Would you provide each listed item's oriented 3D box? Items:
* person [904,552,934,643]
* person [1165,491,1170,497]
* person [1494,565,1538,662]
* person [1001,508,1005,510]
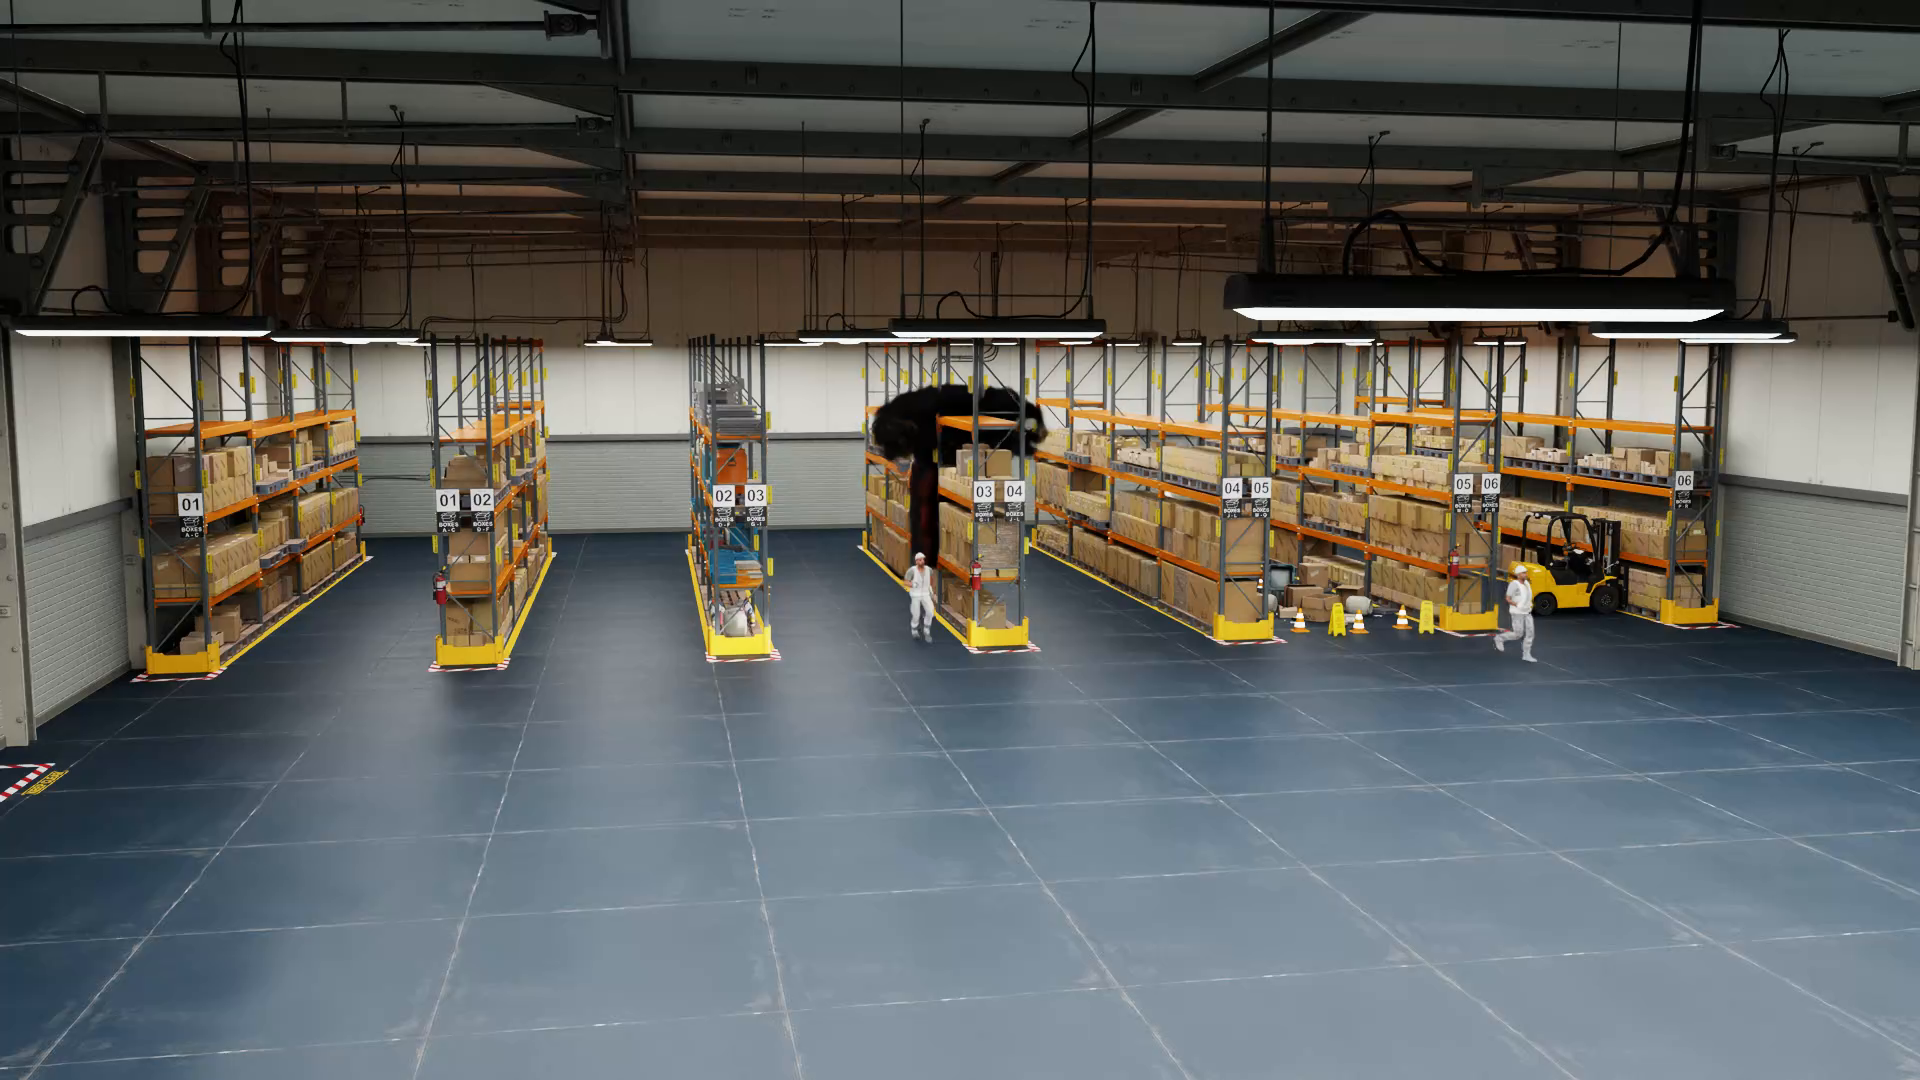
[{"bbox_3d":[-0.791,1.122,32.565,0.647,1.782,0.794,-2,7,-18],"label":"person"},{"bbox_3d":[6.117,-0.929,50.545,0.595,1.734,0.660,-3,7,-21],"label":"person"},{"bbox_3d":[10.306,1.342,30.668,0.685,1.763,0.869,-5,8,-38],"label":"person"},{"bbox_3d":[1.139,-0.164,45.137,0.623,1.508,1.040,-1,7,-6],"label":"person"}]
